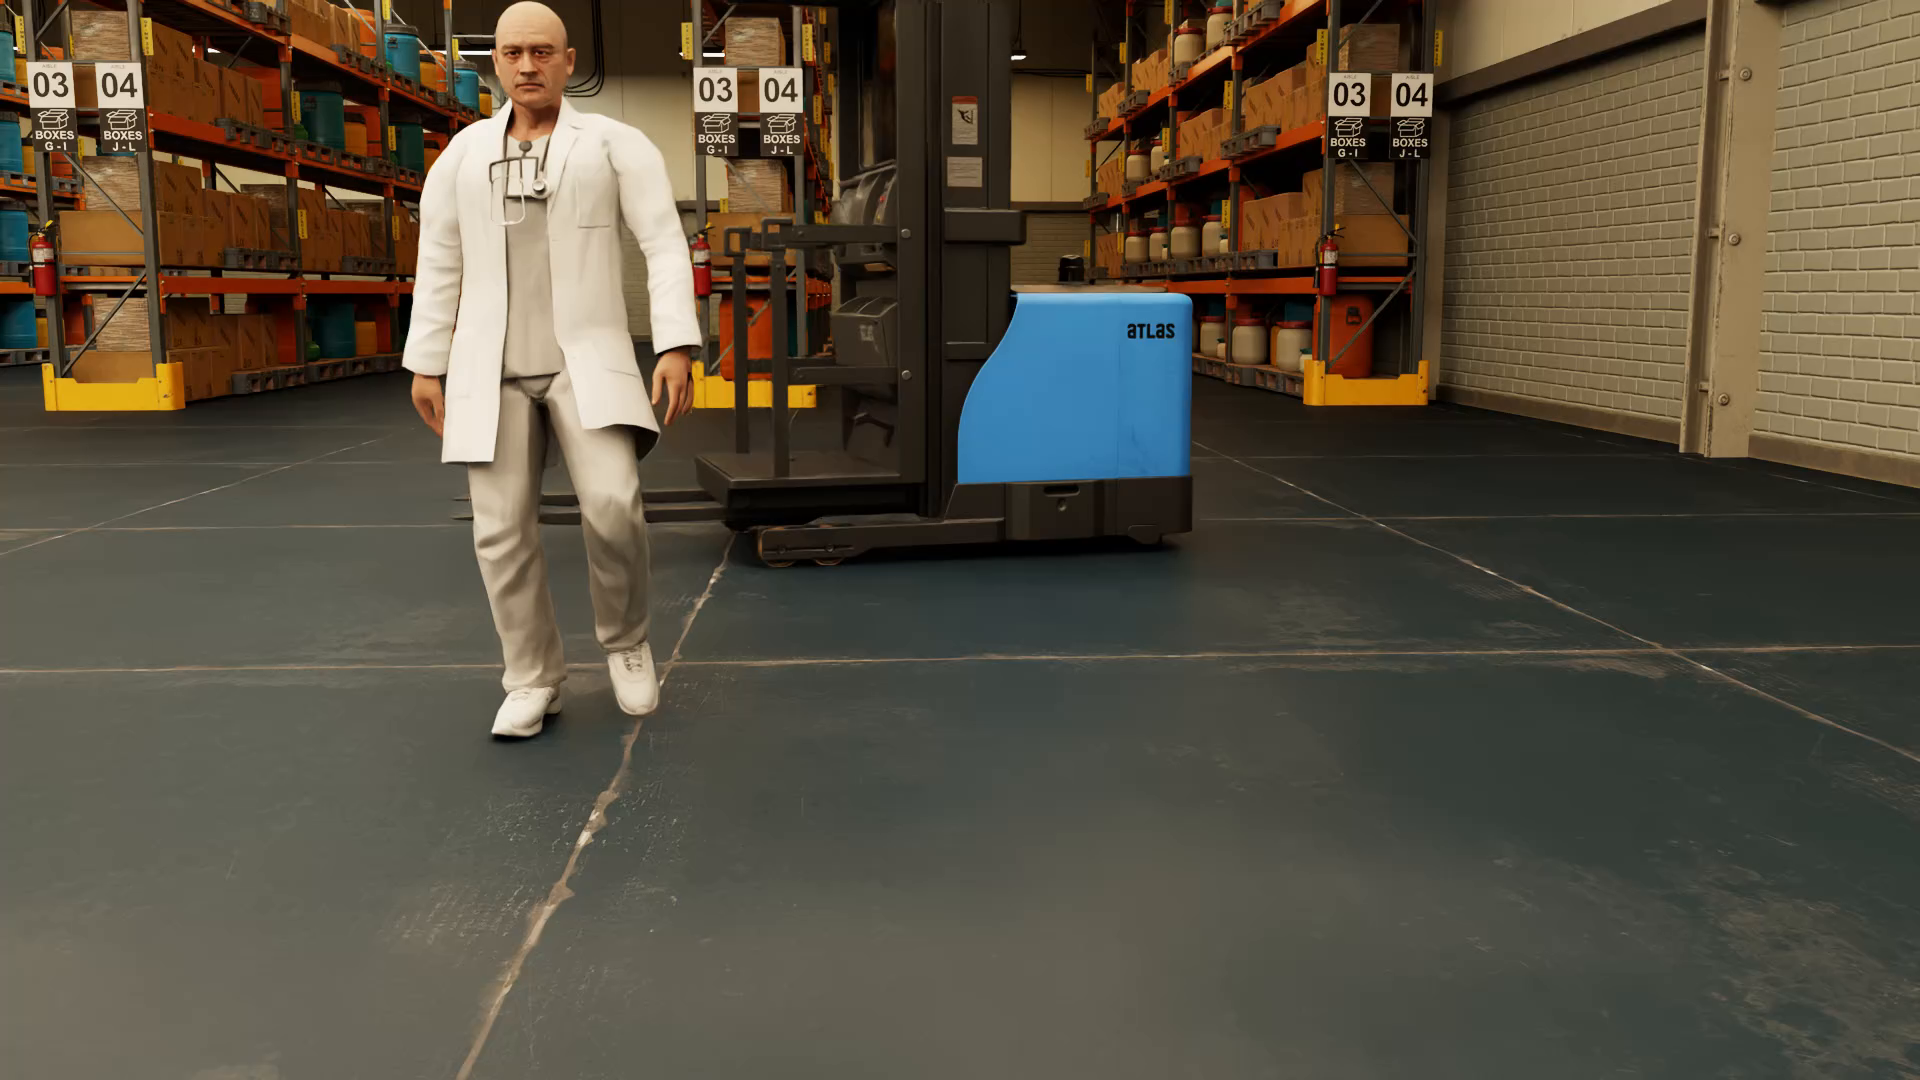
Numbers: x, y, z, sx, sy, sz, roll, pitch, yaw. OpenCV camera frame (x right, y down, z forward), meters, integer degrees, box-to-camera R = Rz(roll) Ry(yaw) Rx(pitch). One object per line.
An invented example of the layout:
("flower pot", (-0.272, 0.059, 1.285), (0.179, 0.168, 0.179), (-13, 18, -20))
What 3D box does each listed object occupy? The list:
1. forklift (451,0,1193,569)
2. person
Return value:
("forklift", (-0.586, -1.423, 6.914), (3.031, 2.935, 1.130), (-2, 9, -16))
("person", (-1.003, -0.405, 4.058), (0.765, 1.758, 0.502), (0, 8, -2))
